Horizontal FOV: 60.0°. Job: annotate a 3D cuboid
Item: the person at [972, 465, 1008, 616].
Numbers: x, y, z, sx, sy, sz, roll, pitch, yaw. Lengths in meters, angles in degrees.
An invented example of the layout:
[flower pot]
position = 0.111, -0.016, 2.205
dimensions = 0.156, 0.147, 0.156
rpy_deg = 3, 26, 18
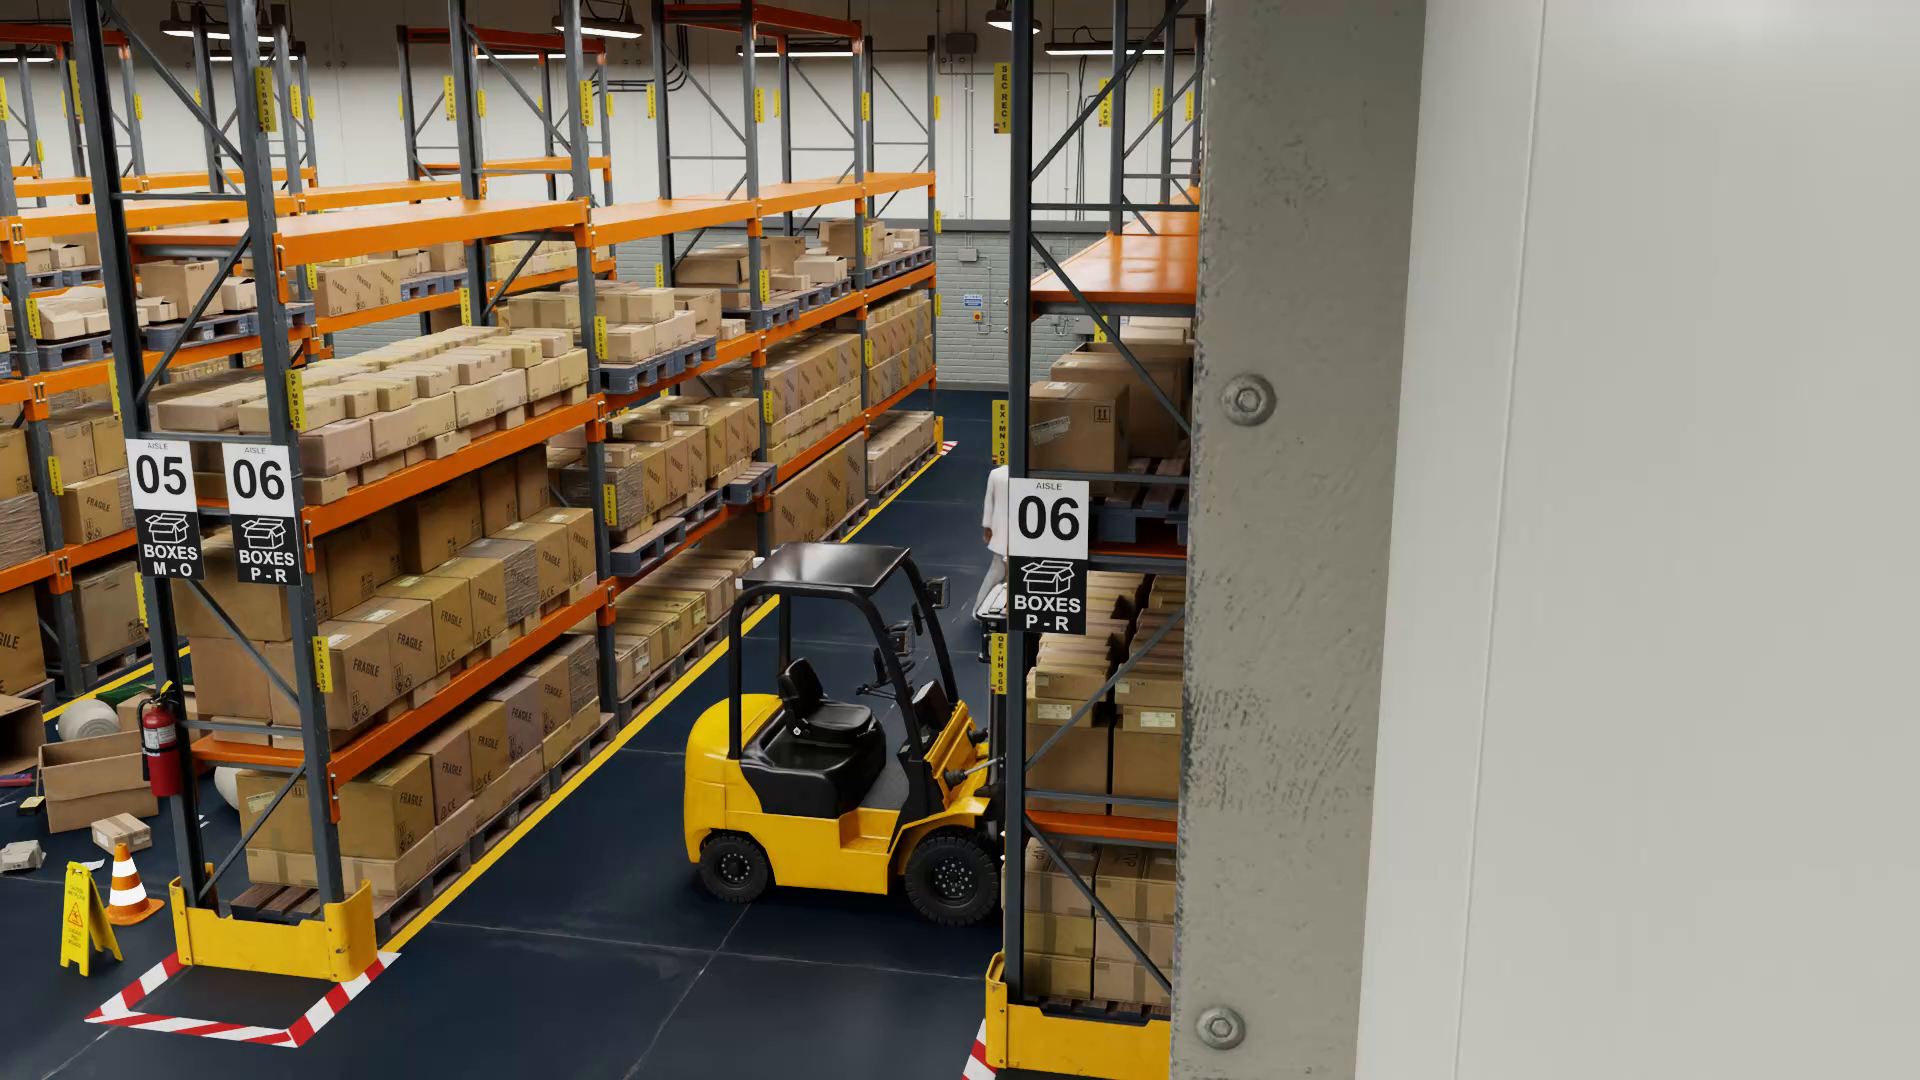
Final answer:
[person]
position = 0.587, -0.115, 16.684
dimensions = 1.050, 1.729, 0.576
rpy_deg = -7, 16, -24
